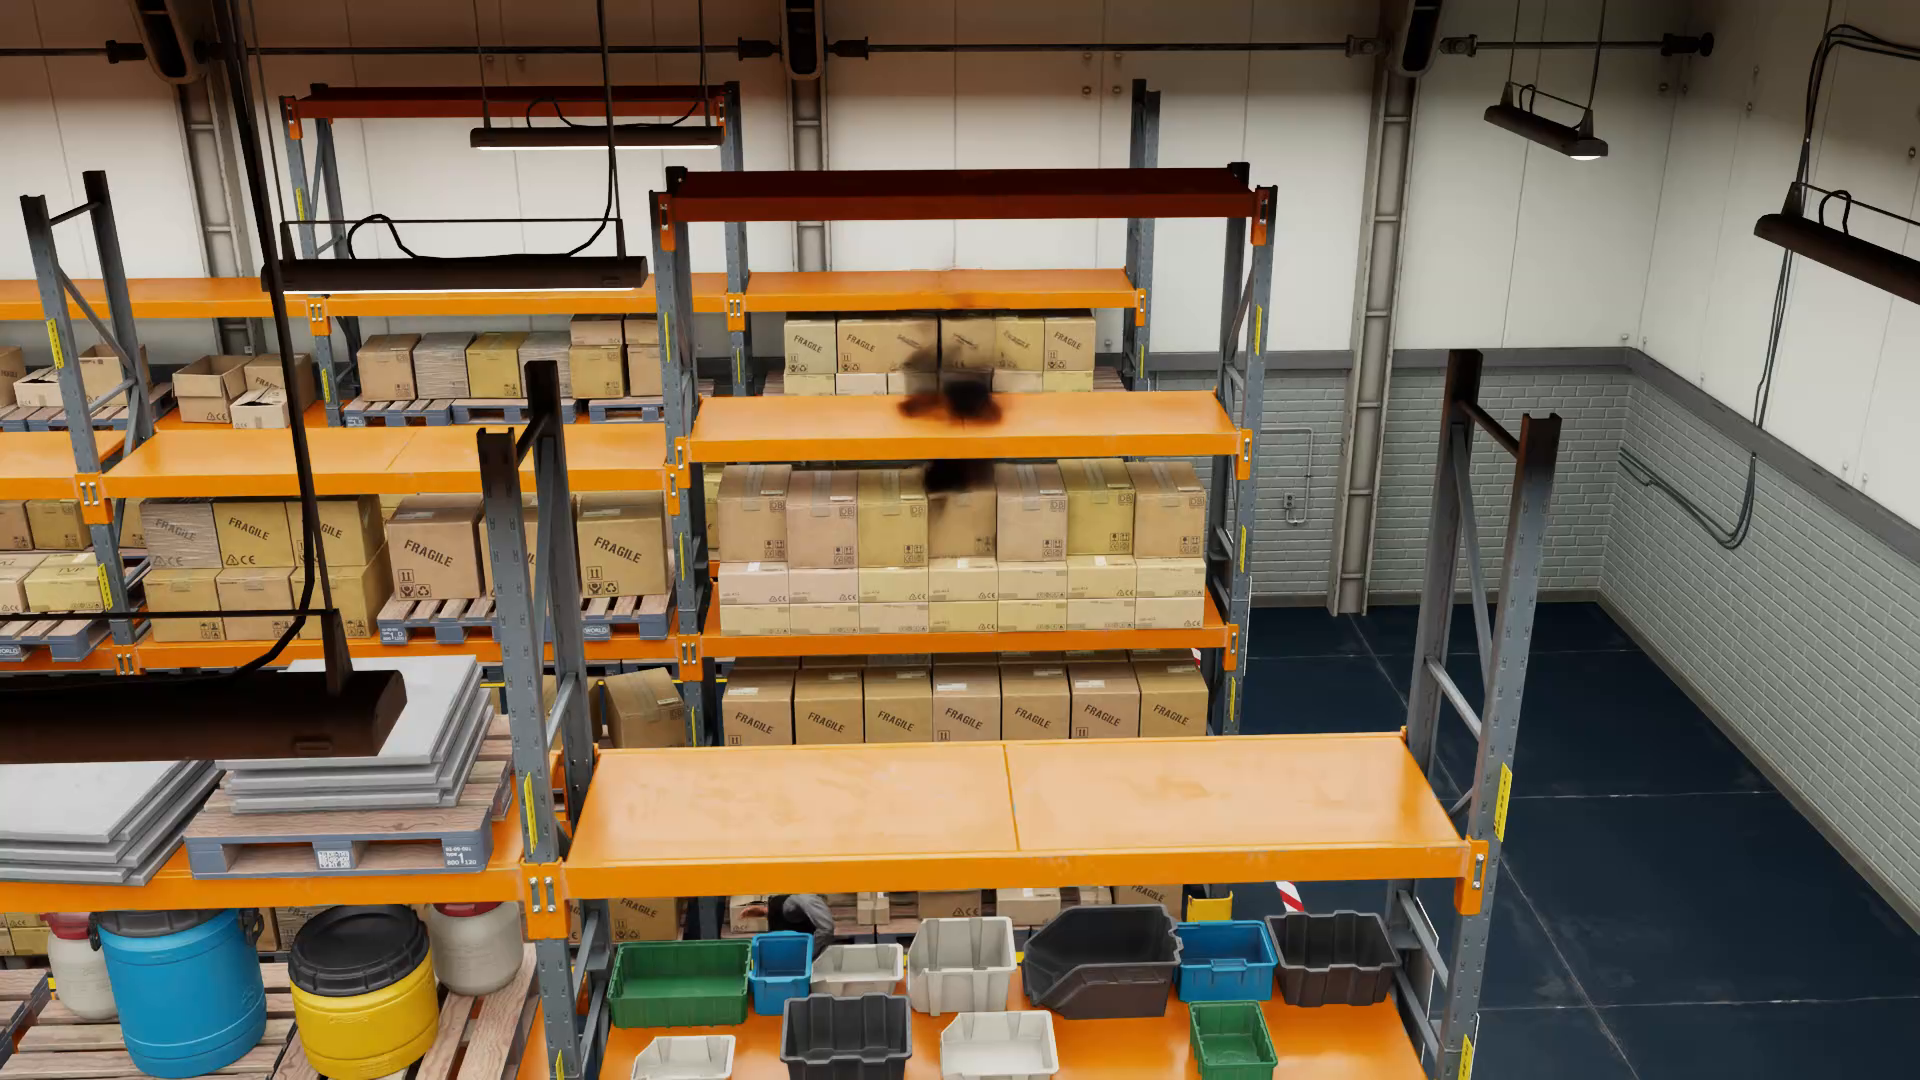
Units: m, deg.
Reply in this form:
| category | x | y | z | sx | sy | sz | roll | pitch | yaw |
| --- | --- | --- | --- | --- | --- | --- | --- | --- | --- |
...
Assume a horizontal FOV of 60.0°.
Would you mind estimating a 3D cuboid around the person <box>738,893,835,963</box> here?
| category | x | y | z | sx | sy | sz | roll | pitch | yaw |
| --- | --- | --- | --- | --- | --- | --- | --- | --- | --- |
| person | -1.141 | 2.812 | 11.241 | 0.688 | 1.784 | 0.629 | -2 | 22 | -4 |
